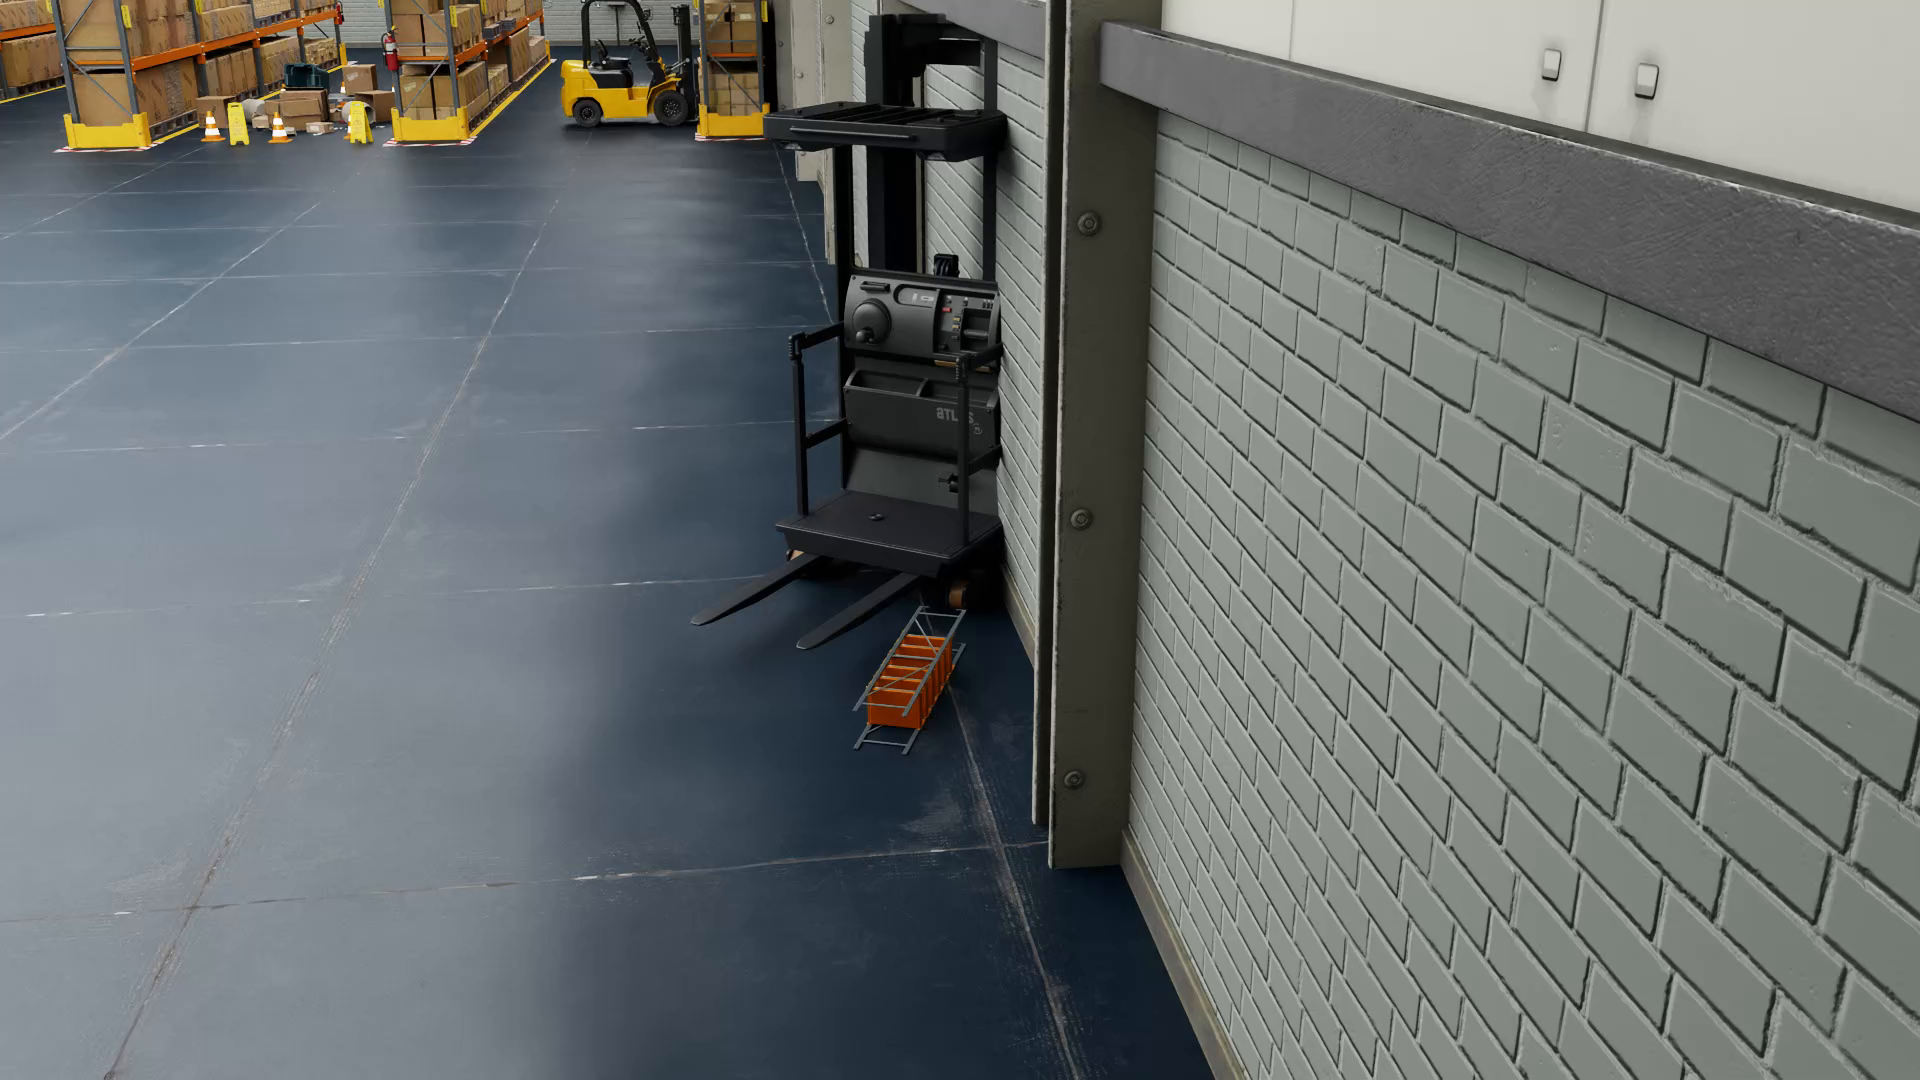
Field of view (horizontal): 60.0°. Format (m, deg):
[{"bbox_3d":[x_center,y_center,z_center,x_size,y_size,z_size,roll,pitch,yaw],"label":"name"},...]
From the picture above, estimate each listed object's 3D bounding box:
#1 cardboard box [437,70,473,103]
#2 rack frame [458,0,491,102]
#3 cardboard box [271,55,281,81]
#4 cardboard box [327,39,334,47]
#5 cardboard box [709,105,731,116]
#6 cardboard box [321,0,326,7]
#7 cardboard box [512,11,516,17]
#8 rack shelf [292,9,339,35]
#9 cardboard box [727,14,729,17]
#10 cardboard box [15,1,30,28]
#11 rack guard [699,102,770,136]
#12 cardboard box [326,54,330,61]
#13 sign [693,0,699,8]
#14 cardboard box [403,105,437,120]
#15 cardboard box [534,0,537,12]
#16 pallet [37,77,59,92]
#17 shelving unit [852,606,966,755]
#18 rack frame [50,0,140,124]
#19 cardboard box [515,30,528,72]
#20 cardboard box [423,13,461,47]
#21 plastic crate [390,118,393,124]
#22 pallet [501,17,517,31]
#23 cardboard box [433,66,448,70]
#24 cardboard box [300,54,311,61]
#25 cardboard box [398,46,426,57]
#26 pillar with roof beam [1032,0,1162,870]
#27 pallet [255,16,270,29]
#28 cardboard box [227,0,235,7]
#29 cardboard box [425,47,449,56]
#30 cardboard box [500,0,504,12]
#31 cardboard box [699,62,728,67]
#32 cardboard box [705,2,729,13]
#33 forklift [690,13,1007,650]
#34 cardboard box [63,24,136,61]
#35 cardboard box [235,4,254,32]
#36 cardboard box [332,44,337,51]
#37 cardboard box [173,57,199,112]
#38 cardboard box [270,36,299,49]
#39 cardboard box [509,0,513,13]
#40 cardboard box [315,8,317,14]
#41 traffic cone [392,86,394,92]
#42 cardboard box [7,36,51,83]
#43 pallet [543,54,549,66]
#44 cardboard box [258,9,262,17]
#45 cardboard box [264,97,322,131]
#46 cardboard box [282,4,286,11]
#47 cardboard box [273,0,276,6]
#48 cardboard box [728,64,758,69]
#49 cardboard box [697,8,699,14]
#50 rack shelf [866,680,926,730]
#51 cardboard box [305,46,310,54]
[{"bbox_3d":[-8.618,-7.737,28.402,0.500,0.500,0.500,-4,21,-10],"label":"cardboard box"},{"bbox_3d":[-9.268,-9.380,30.543,1.000,3.000,0.127,-3,21,-8],"label":"rack frame"},{"bbox_3d":[-14.654,-9.938,35.008,0.500,0.500,0.500,-3,21,-7],"label":"cardboard box"},{"bbox_3d":[-15.412,-12.046,40.306,0.380,0.149,0.250,-3,21,-9],"label":"cardboard box"},{"bbox_3d":[-4.161,-7.302,28.309,0.500,0.250,0.500,-3,21,-7],"label":"cardboard box"},{"bbox_3d":[-15.411,-12.940,39.507,0.500,0.500,0.500,-3,21,-8],"label":"cardboard box"},{"bbox_3d":[-9.828,-11.236,35.726,0.500,0.250,0.500,-2,21,-6],"label":"cardboard box"},{"bbox_3d":[-15.594,-12.221,39.177,1.077,0.370,4.000,-3,21,-8],"label":"rack shelf"},{"bbox_3d":[-4.386,-9.157,29.803,0.500,0.500,0.500,-3,21,-8],"label":"cardboard box"},{"bbox_3d":[-19.606,-10.849,34.335,0.500,0.500,0.500,-3,21,-9],"label":"cardboard box"},{"bbox_3d":[-3.777,-7.067,27.924,1.175,0.500,0.348,-3,21,-8],"label":"rack guard"},{"bbox_3d":[-15.362,-11.590,39.934,0.380,0.149,0.250,-4,21,-10],"label":"cardboard box"},{"bbox_3d":[-4.319,-8.877,27.204,0.100,0.325,0.005,-3,21,-8],"label":"sign"},{"bbox_3d":[-9.078,-7.178,27.978,0.500,0.250,0.500,-3,21,-8],"label":"cardboard box"},{"bbox_3d":[-10.438,-12.898,39.818,0.500,0.500,0.500,-2,21,-6],"label":"cardboard box"},{"bbox_3d":[-19.863,-9.657,35.270,1.003,0.211,1.213,-3,21,-8],"label":"pallet"},{"bbox_3d":[-0.217,0.631,7.750,0.258,0.189,1.200,5,21,12],"label":"shelving unit"},{"bbox_3d":[-13.575,-7.710,26.073,1.000,3.000,0.127,-3,21,-8],"label":"rack frame"},{"bbox_3d":[-10.115,-10.828,36.857,0.875,0.875,0.875,-2,21,-6],"label":"cardboard box"},{"bbox_3d":[-8.486,-8.359,27.242,0.500,0.500,0.500,-3,21,-9],"label":"cardboard box"},{"bbox_3d":[-9.853,-7.427,29.488,0.402,0.080,0.583,-11,23,-26],"label":"plastic crate"},{"bbox_3d":[-9.637,-10.434,33.638,1.213,0.211,1.003,-3,21,-8],"label":"pallet"},{"bbox_3d":[-9.289,-8.058,29.260,0.500,0.500,0.500,-2,21,-5],"label":"cardboard box"},{"bbox_3d":[-15.041,-11.007,37.949,0.380,0.149,0.250,-2,21,-5],"label":"cardboard box"},{"bbox_3d":[-8.957,-7.996,27.197,0.380,0.149,0.250,-2,21,-6],"label":"cardboard box"},{"bbox_3d":[-3.789,-2.817,4.397,9.100,9.000,0.400,-3,21,-8],"label":"pillar with roof beam"},{"bbox_3d":[-14.937,-10.632,34.169,1.213,0.211,1.003,-3,21,-8],"label":"pallet"},{"bbox_3d":[-14.600,-10.664,32.410,0.700,0.500,0.500,-3,21,-9],"label":"cardboard box"},{"bbox_3d":[-8.536,-8.005,27.222,0.380,0.149,0.250,-3,21,-8],"label":"cardboard box"},{"bbox_3d":[-9.419,-10.826,33.246,0.500,0.500,0.500,-3,21,-9],"label":"cardboard box"},{"bbox_3d":[-4.451,-8.476,30.023,0.500,0.250,0.500,-2,21,-6],"label":"cardboard box"},{"bbox_3d":[-4.041,-8.850,27.629,0.380,0.149,0.250,-3,21,-8],"label":"cardboard box"},{"bbox_3d":[-0.296,-1.179,8.683,1.130,2.935,3.031,11,23,26],"label":"forklift"},{"bbox_3d":[-13.674,-7.907,26.384,0.875,0.550,0.550,-3,21,-8],"label":"cardboard box"},{"bbox_3d":[-14.398,-10.385,33.090,0.500,0.500,0.500,-3,21,-8],"label":"cardboard box"},{"bbox_3d":[-15.523,-12.082,40.827,0.380,0.149,0.250,-3,21,-9],"label":"cardboard box"},{"bbox_3d":[-14.131,-8.075,29.487,0.875,0.875,0.875,-3,21,-7],"label":"cardboard box"},{"bbox_3d":[-14.948,-10.997,36.773,0.500,0.250,0.500,-3,21,-9],"label":"cardboard box"},{"bbox_3d":[-9.747,-11.296,35.172,0.500,0.250,0.500,-2,21,-6],"label":"cardboard box"},{"bbox_3d":[-15.402,-12.492,39.235,0.380,0.149,0.250,-3,21,-7],"label":"cardboard box"},{"bbox_3d":[-10.832,-8.550,31.947,0.336,0.463,0.334,-3,21,-8],"label":"traffic cone"},{"bbox_3d":[-19.851,-10.015,34.681,1.225,0.875,0.875,-3,21,-8],"label":"cardboard box"},{"bbox_3d":[-10.805,-11.955,41.424,1.003,0.211,1.213,-3,21,-8],"label":"pallet"},{"bbox_3d":[-14.671,-10.911,34.400,0.380,0.149,0.250,-2,21,-5],"label":"cardboard box"},{"bbox_3d":[-11.450,-7.306,28.558,0.637,0.503,0.797,17,27,39],"label":"cardboard box"},{"bbox_3d":[-14.980,-11.640,36.354,0.380,0.149,0.250,-3,21,-8],"label":"cardboard box"},{"bbox_3d":[-14.859,-11.499,35.552,0.380,0.149,0.250,-3,21,-8],"label":"cardboard box"},{"bbox_3d":[-3.867,-8.324,29.616,0.500,0.250,0.500,-3,21,-9],"label":"cardboard box"},{"bbox_3d":[-5.408,-11.304,35.452,0.380,0.149,0.250,-3,21,-7],"label":"cardboard box"},{"bbox_3d":[-0.286,0.739,7.462,0.258,0.180,0.103,5,21,12],"label":"rack shelf"},{"bbox_3d":[-15.131,-11.233,38.129,0.380,0.149,0.250,-2,21,-5],"label":"cardboard box"}]
